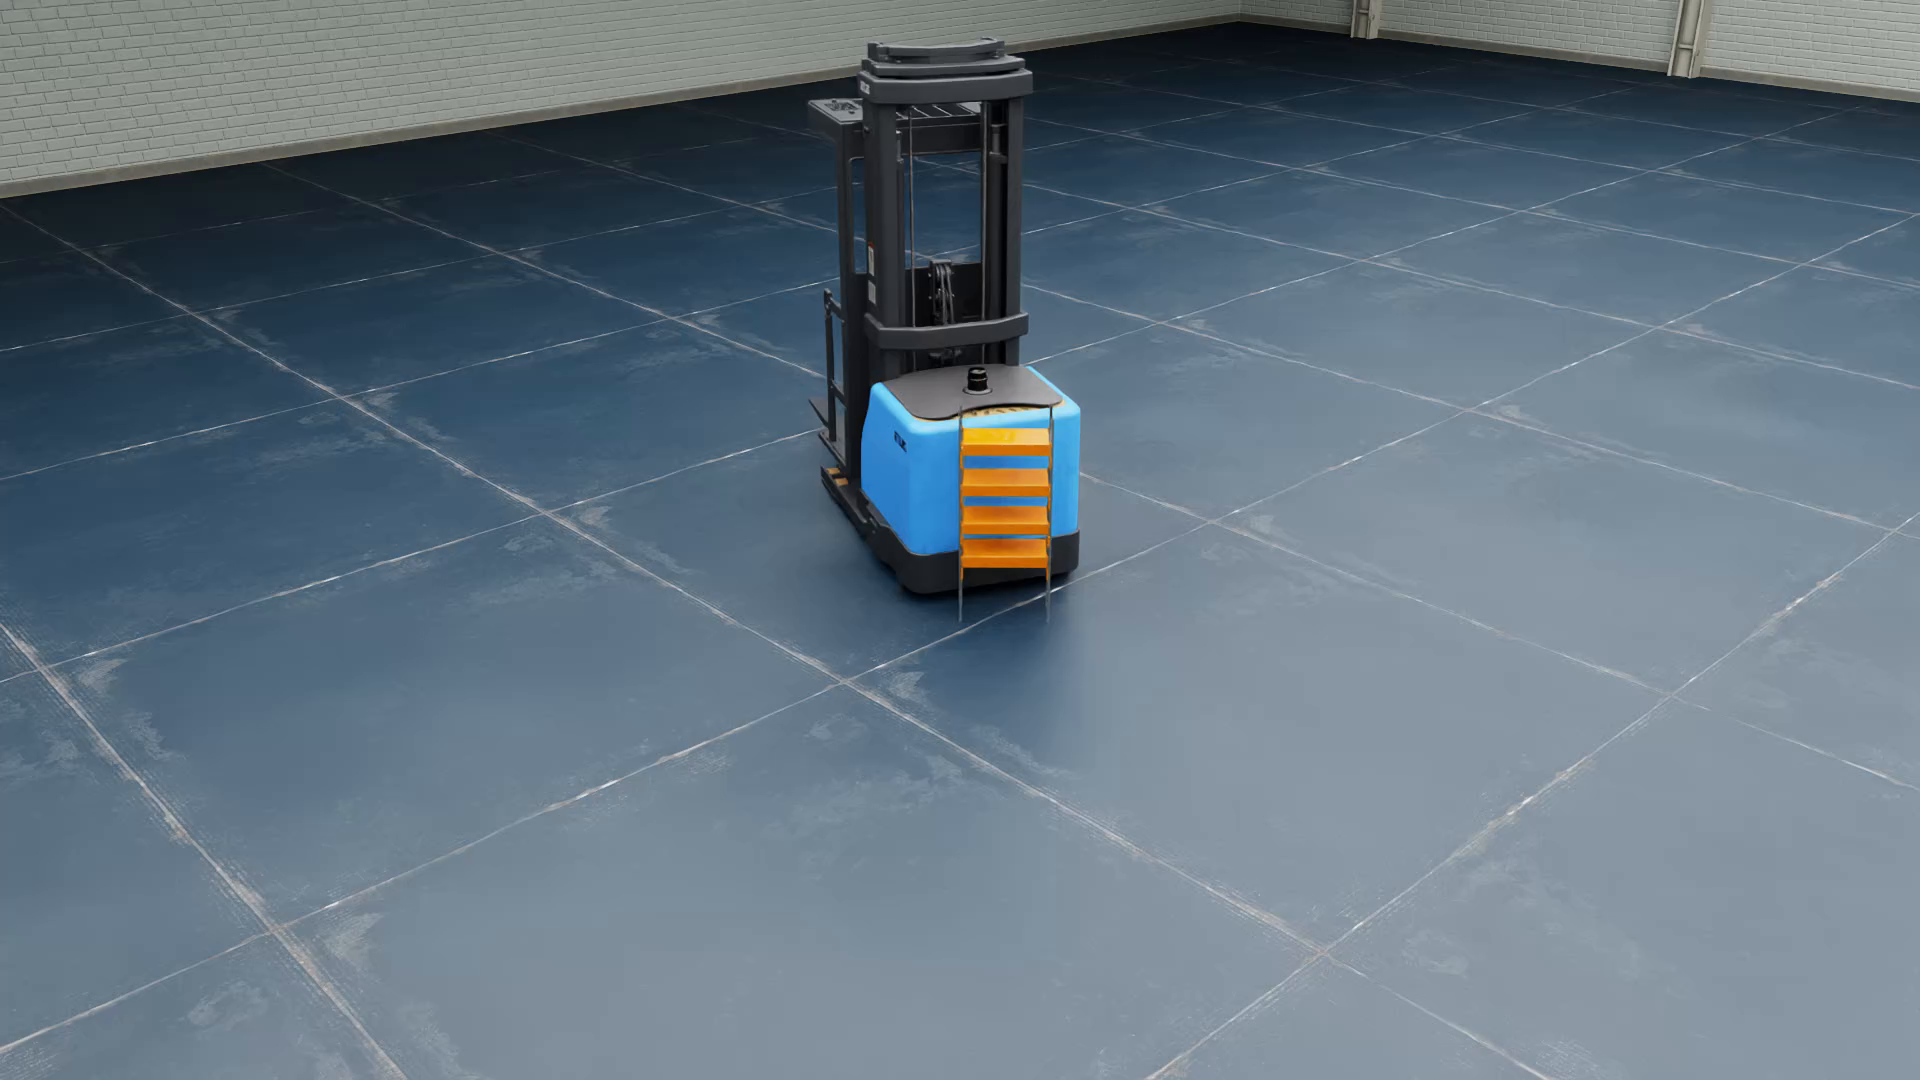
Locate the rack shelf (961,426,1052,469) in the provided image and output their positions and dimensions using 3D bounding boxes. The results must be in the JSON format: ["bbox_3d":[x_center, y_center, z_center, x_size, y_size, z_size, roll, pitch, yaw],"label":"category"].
[{"bbox_3d":[0.247,-0.498,8.948,0.480,0.148,0.258,0,25,0],"label":"rack shelf"}]

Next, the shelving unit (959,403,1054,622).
[{"bbox_3d":[0.247,-0.140,9.111,0.503,1.200,0.258,0,25,0],"label":"shelving unit"}]

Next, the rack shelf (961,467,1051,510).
[{"bbox_3d":[0.247,-0.282,9.046,0.480,0.148,0.258,0,25,0],"label":"rack shelf"}]

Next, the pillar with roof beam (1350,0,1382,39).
[{"bbox_3d":[4.245,-12.063,25.851,9.100,9.000,0.400,-21,32,-38],"label":"pillar with roof beam"}]

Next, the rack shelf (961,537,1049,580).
[{"bbox_3d":[0.247,0.102,9.222,0.480,0.148,0.258,0,25,0],"label":"rack shelf"}]

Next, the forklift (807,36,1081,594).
[{"bbox_3d":[-0.271,-1.616,10.262,1.130,2.935,3.031,-8,26,-17],"label":"forklift"}]

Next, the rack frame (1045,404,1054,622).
[{"bbox_3d":[0.491,-0.139,9.109,0.015,1.200,0.240,0,25,0],"label":"rack frame"}]

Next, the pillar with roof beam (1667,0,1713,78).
[{"bbox_3d":[8.346,-10.245,21.866,9.100,9.000,0.400,-21,32,-38],"label":"pillar with roof beam"}]

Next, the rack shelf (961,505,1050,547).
[{"bbox_3d":[0.247,-0.079,9.139,0.480,0.148,0.258,0,25,0],"label":"rack shelf"}]

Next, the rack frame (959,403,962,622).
[{"bbox_3d":[0.003,-0.141,9.113,0.015,1.200,0.240,0,25,0],"label":"rack frame"}]
